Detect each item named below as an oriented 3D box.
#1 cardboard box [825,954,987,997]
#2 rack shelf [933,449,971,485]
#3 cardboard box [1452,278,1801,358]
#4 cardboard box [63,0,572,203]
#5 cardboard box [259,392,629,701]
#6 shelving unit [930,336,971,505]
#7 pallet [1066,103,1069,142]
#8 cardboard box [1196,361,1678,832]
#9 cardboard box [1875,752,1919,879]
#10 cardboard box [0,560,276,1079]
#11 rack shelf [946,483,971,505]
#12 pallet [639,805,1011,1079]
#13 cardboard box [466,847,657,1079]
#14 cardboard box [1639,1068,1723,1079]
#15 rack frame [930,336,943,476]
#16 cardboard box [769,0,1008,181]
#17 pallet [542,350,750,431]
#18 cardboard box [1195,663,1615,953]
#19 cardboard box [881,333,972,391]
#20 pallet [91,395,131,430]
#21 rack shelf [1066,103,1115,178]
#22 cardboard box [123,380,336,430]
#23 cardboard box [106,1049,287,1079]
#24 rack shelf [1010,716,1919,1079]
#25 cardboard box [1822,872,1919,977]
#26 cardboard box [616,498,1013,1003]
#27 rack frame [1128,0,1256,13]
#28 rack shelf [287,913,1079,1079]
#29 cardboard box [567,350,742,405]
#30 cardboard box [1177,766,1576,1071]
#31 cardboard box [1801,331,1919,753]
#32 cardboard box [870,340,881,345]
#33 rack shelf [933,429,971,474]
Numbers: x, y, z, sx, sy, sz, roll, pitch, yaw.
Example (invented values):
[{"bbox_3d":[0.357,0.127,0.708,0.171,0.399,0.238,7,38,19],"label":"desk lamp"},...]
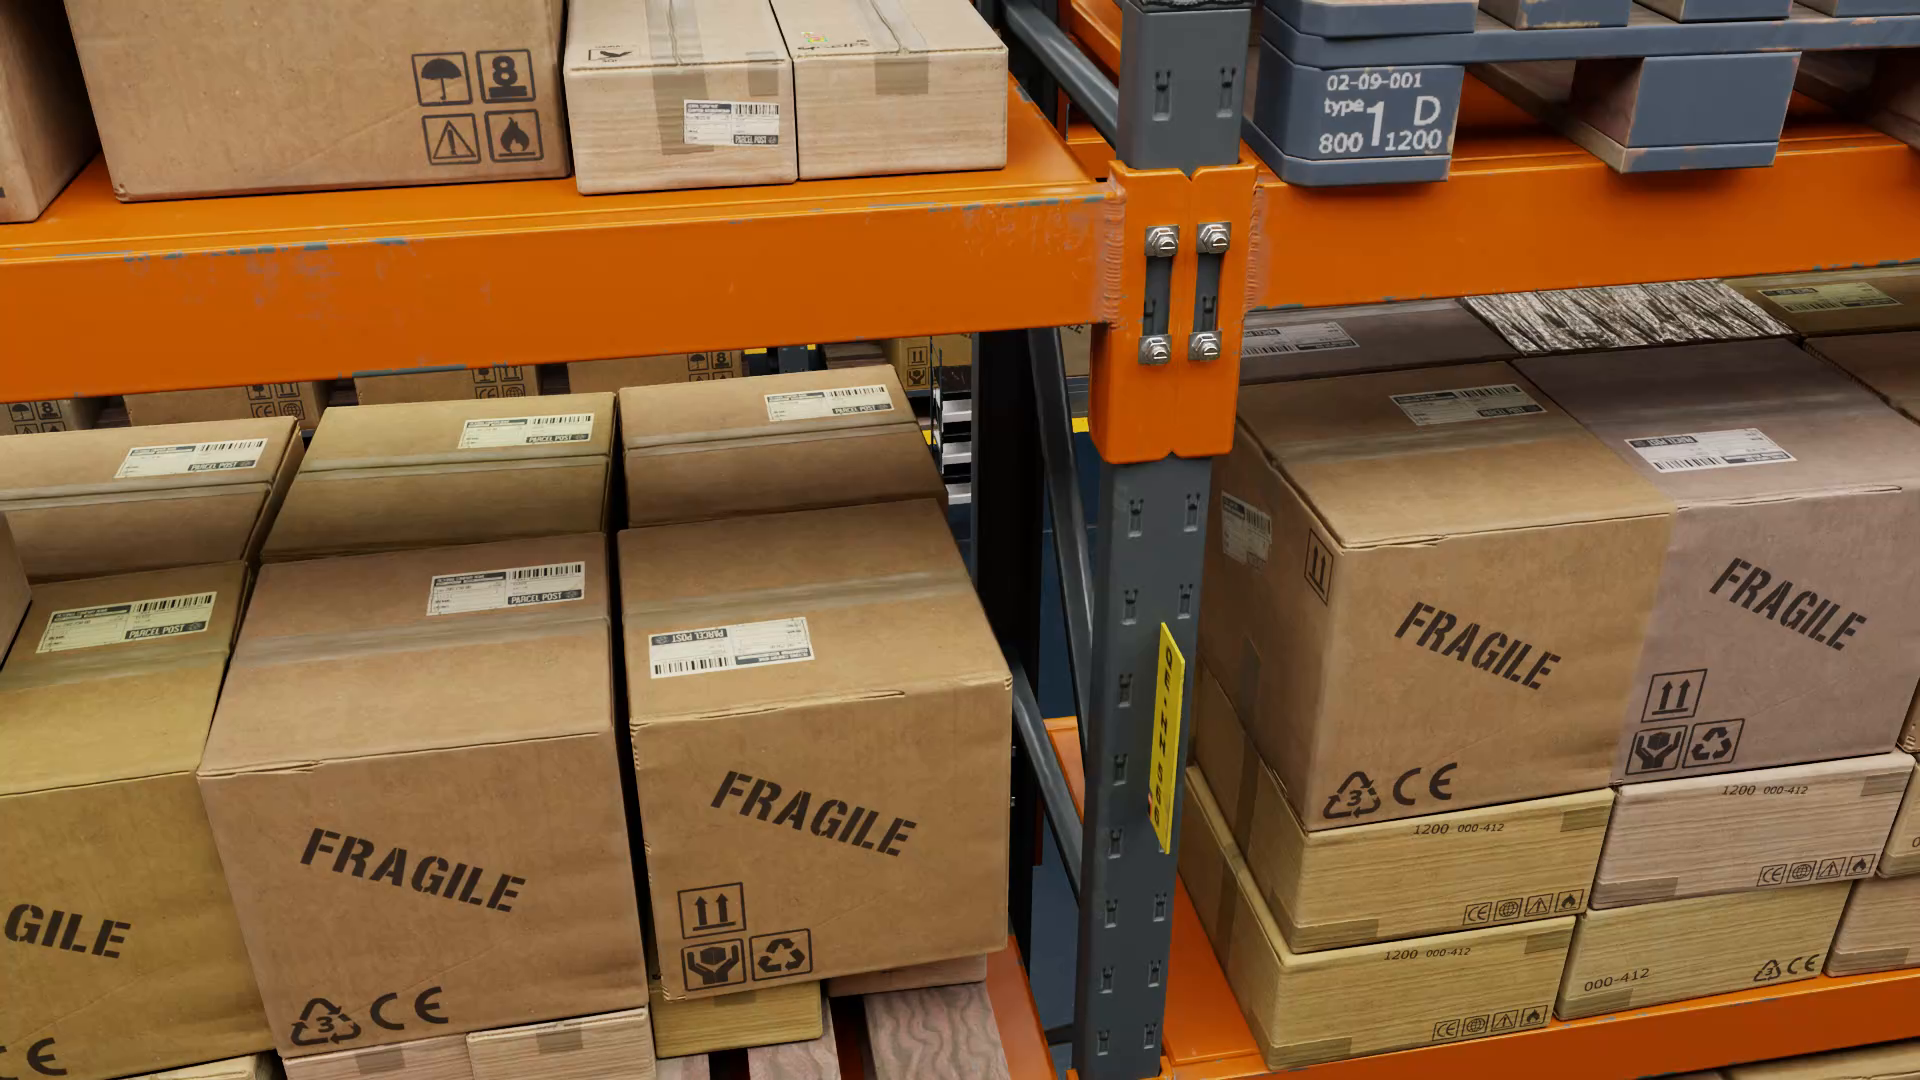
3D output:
[{"bbox_3d":[-0.109,0.542,2.703,0.250,0.149,0.380,-4,31,-7],"label":"cardboard box"},{"bbox_3d":[0.008,-0.282,6.586,0.200,0.077,0.258,-5,31,-9],"label":"rack shelf"},{"bbox_3d":[1.136,-0.235,3.106,0.500,0.500,0.500,-5,31,-8],"label":"cardboard box"},{"bbox_3d":[-0.763,-0.787,2.071,0.500,0.500,0.700,-5,31,-9],"label":"cardboard box"},{"bbox_3d":[-0.824,0.092,2.828,0.500,0.500,0.500,-4,31,-6],"label":"cardboard box"},{"bbox_3d":[0.008,-0.389,6.523,0.210,0.900,0.258,-5,31,-9],"label":"shelving unit"},{"bbox_3d":[-0.138,-2.027,7.427,1.003,0.211,1.213,-5,31,-9],"label":"pallet"},{"bbox_3d":[0.701,0.070,2.586,0.500,0.500,0.500,-6,31,-11],"label":"cardboard box"},{"bbox_3d":[1.715,0.307,2.923,0.500,0.250,0.500,-5,31,-9],"label":"cardboard box"},{"bbox_3d":[-1.229,0.394,2.313,0.500,0.500,0.500,-7,31,-12],"label":"cardboard box"},{"bbox_3d":[0.008,-0.205,6.631,0.200,0.077,0.258,-5,31,-9],"label":"rack shelf"},{"bbox_3d":[-0.510,0.668,2.843,1.003,0.211,1.213,-5,31,-9],"label":"pallet"},{"bbox_3d":[-0.599,0.648,2.523,0.250,0.149,0.380,-6,31,-9],"label":"cardboard box"},{"bbox_3d":[0.866,1.181,3.465,0.875,0.875,0.875,-6,31,-9],"label":"cardboard box"},{"bbox_3d":[-0.092,-0.379,6.507,0.006,0.900,0.240,-5,31,-9],"label":"rack frame"},{"bbox_3d":[-0.101,-0.584,2.072,0.250,0.149,0.380,-5,31,-9],"label":"cardboard box"},{"bbox_3d":[-1.609,-0.755,7.826,1.213,0.211,1.003,-5,31,-9],"label":"pallet"},{"bbox_3d":[0.714,0.393,2.776,0.500,0.250,0.500,-6,31,-9],"label":"cardboard box"},{"bbox_3d":[-0.078,-1.032,7.598,0.500,0.500,0.500,-7,31,-11],"label":"cardboard box"},{"bbox_3d":[-4.009,-0.532,7.447,1.213,0.211,1.003,-5,31,-9],"label":"pallet"},{"bbox_3d":[1.148,-1.864,7.670,4.000,0.370,1.077,-5,31,-9],"label":"rack shelf"},{"bbox_3d":[-3.210,-1.025,7.339,0.750,0.750,1.050,-5,31,-9],"label":"cardboard box"},{"bbox_3d":[-1.116,0.699,2.436,0.250,0.149,0.380,-5,31,-8],"label":"cardboard box"},{"bbox_3d":[2.139,0.595,3.489,4.000,0.370,1.077,-5,31,-9],"label":"rack shelf"},{"bbox_3d":[1.717,0.512,3.068,0.500,0.250,0.500,-4,31,-7],"label":"cardboard box"},{"bbox_3d":[-0.226,0.295,2.482,0.500,0.500,0.500,-6,31,-10],"label":"cardboard box"},{"bbox_3d":[0.171,-2.119,1.475,0.127,3.000,1.000,-5,31,-9],"label":"rack frame"},{"bbox_3d":[-1.796,0.960,2.868,4.000,0.370,1.077,-5,31,-9],"label":"rack shelf"},{"bbox_3d":[-1.435,-1.192,7.623,0.750,0.750,1.050,-6,31,-10],"label":"cardboard box"},{"bbox_3d":[0.698,0.613,2.897,0.500,0.250,0.500,-6,31,-10],"label":"cardboard box"},{"bbox_3d":[1.698,-0.019,2.739,0.500,0.500,0.500,-4,31,-8],"label":"cardboard box"},{"bbox_3d":[-0.219,-1.285,8.028,0.500,0.500,0.500,-5,31,-9],"label":"cardboard box"},{"bbox_3d":[0.008,-0.360,6.540,0.200,0.077,0.258,-5,31,-9],"label":"rack shelf"}]
